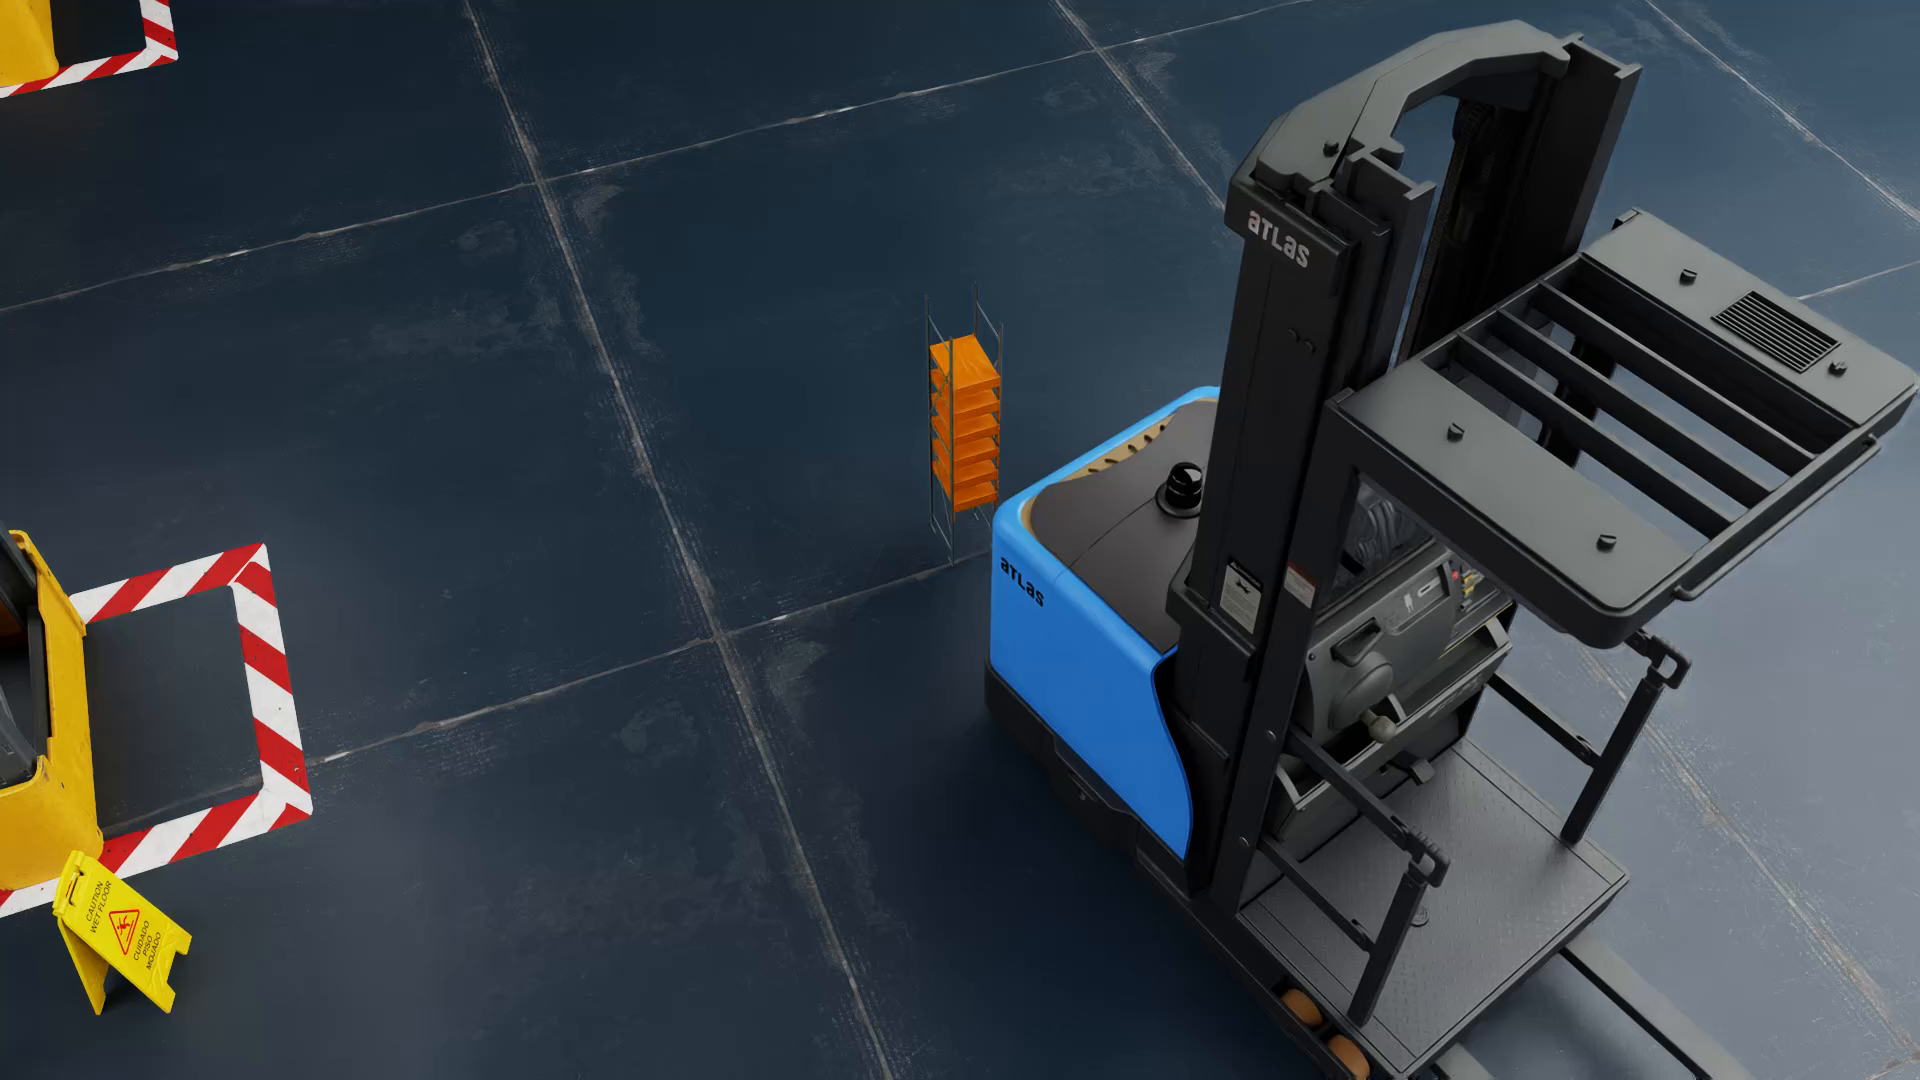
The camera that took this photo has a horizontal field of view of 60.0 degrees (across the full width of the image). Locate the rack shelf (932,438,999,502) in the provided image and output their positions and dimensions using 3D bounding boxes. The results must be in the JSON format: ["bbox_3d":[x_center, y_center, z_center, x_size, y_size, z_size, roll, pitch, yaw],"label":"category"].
[{"bbox_3d":[0.013,-0.288,6.264,0.180,0.103,0.258,-17,52,-14],"label":"rack shelf"}]

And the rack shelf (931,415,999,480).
[{"bbox_3d":[0.013,-0.366,6.173,0.180,0.103,0.258,-17,52,-14],"label":"rack shelf"}]

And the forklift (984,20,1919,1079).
[{"bbox_3d":[1.395,0.300,4.401,1.130,2.935,3.031,-31,56,-24],"label":"forklift"}]

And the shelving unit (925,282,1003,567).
[{"bbox_3d":[0.013,-0.395,6.139,0.189,1.200,0.258,-17,52,-14],"label":"shelving unit"}]

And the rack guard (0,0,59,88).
[{"bbox_3d":[-5.075,-2.942,8.788,0.348,0.500,1.175,-17,52,-14],"label":"rack guard"}]

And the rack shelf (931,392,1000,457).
[{"bbox_3d":[0.013,-0.444,6.082,0.180,0.103,0.258,-17,52,-14],"label":"rack shelf"}]

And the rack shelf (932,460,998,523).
[{"bbox_3d":[0.013,-0.210,6.355,0.180,0.103,0.258,-17,52,-14],"label":"rack shelf"}]

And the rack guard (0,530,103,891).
[{"bbox_3d":[-3.287,0.572,5.770,0.348,0.500,1.175,-17,52,-14],"label":"rack guard"}]

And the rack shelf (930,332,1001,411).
[{"bbox_3d":[0.013,-0.601,5.900,0.180,0.103,0.258,-17,52,-14],"label":"rack shelf"}]

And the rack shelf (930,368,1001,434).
[{"bbox_3d":[0.013,-0.522,5.991,0.180,0.103,0.258,-17,52,-14],"label":"rack shelf"}]

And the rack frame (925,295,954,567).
[{"bbox_3d":[-0.071,-0.369,6.117,0.006,1.200,0.240,-17,52,-14],"label":"rack frame"}]

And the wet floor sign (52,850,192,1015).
[{"bbox_3d":[-2.637,1.199,5.135,0.232,0.644,0.267,-2,49,-1],"label":"wet floor sign"}]

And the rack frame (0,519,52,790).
[{"bbox_3d":[-3.217,-0.265,4.841,0.127,3.000,1.000,-17,52,-14],"label":"rack frame"}]

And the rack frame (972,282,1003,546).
[{"bbox_3d":[0.098,-0.421,6.162,0.006,1.200,0.240,-17,52,-14],"label":"rack frame"}]
